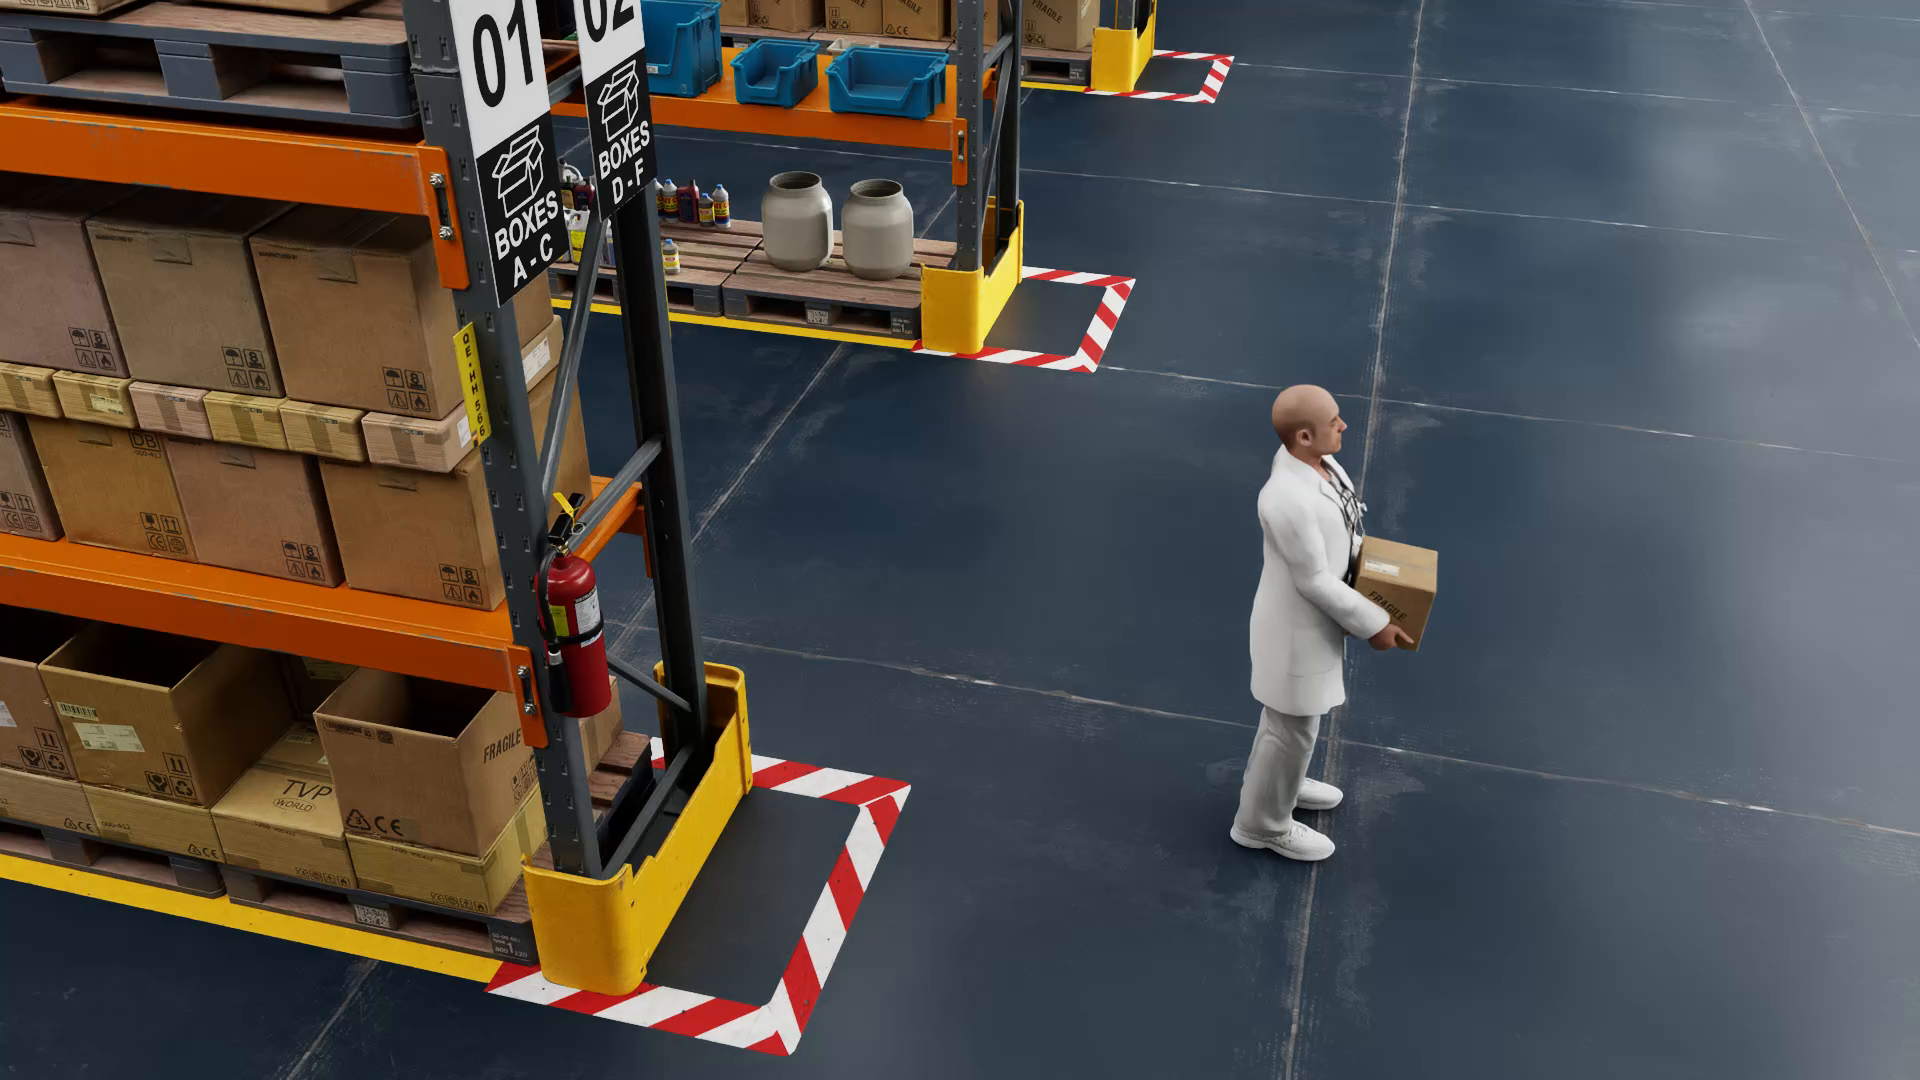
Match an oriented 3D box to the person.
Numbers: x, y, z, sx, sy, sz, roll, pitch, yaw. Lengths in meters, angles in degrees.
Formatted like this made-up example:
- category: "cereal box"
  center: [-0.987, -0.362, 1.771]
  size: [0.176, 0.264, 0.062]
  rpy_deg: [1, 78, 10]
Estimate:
- category: "person"
  center: [1.259, 0.297, 5.684]
  size: [0.554, 1.773, 0.532]
  rpy_deg: [8, 33, 12]
